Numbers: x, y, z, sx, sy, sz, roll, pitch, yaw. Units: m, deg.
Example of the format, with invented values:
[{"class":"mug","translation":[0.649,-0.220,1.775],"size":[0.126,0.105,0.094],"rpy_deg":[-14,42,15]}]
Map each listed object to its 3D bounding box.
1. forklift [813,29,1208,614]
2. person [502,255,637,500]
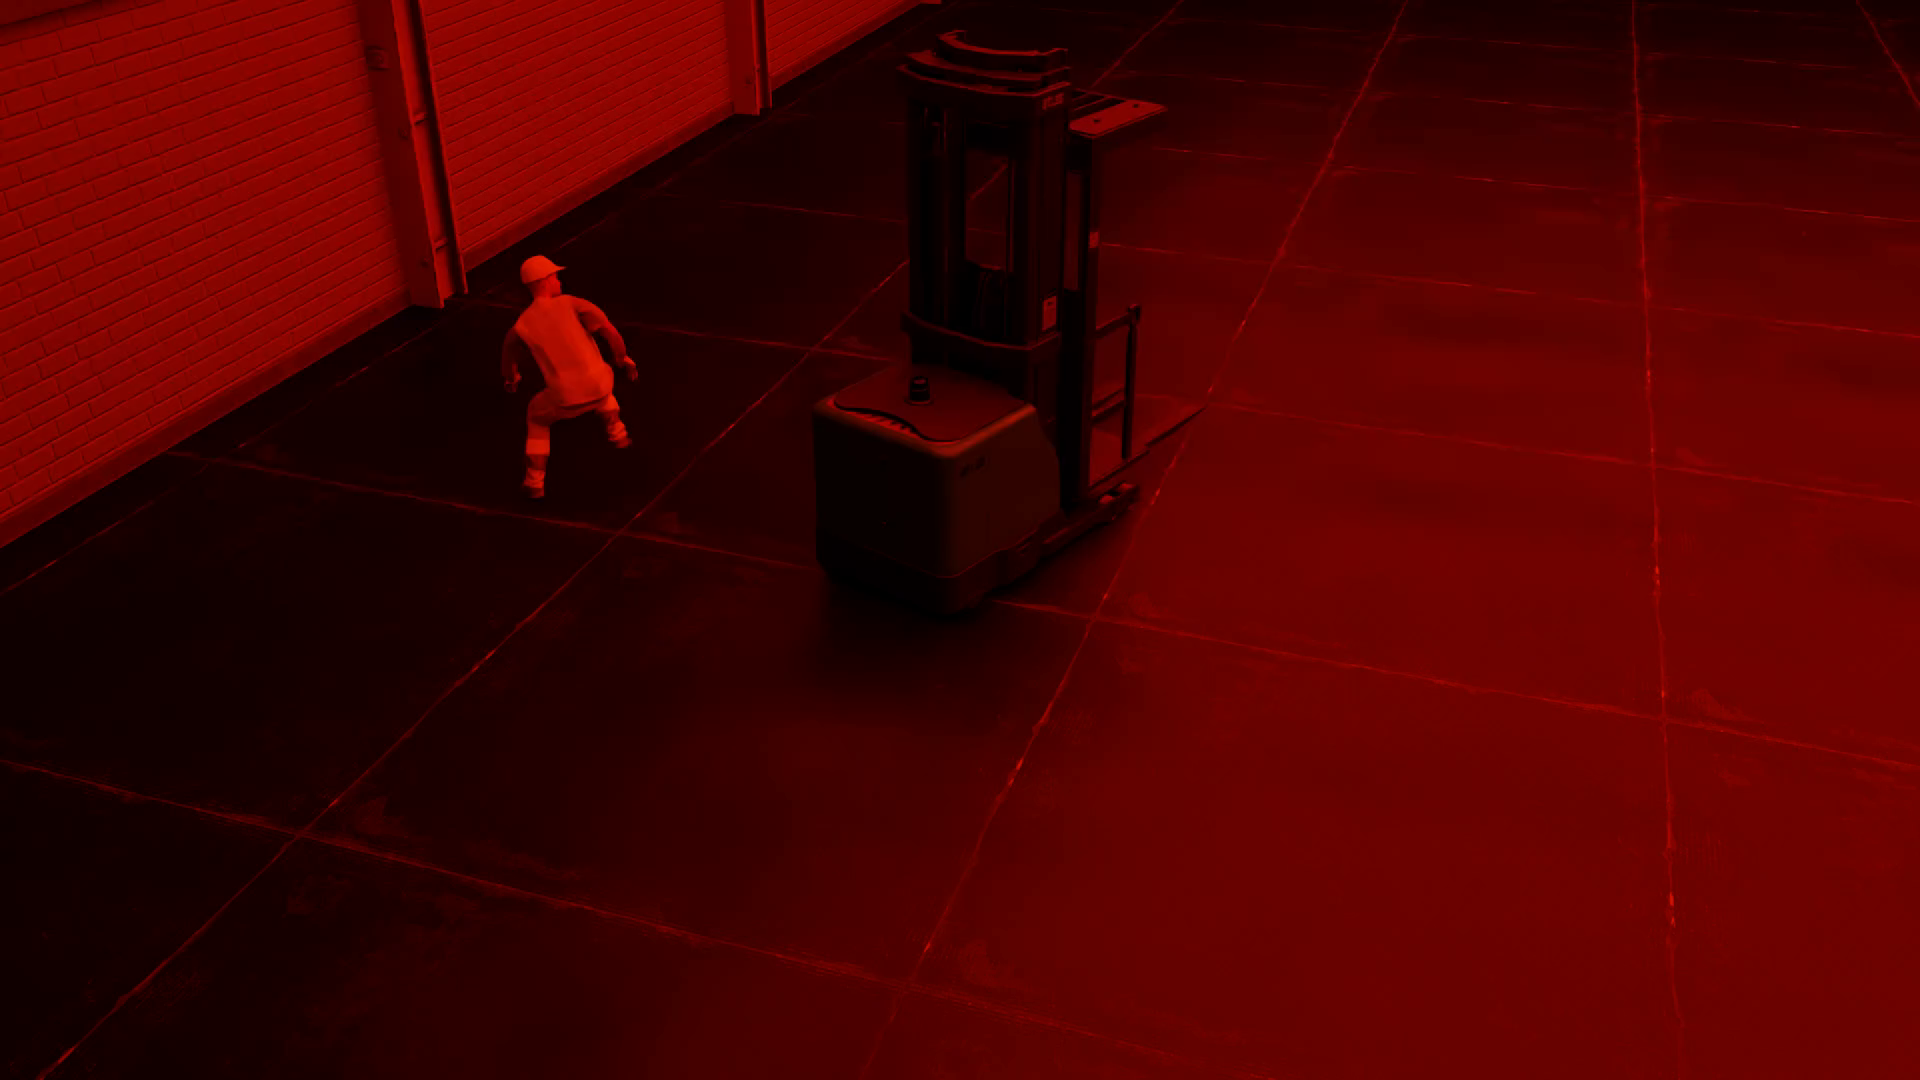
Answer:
[{"class":"forklift","translation":[0.473,-1.523,9.809],"size":[1.130,2.935,3.031],"rpy_deg":[22,36,33]},{"class":"person","translation":[-2.449,-1.036,10.430],"size":[0.811,1.535,0.678],"rpy_deg":[-9,31,-16]}]
